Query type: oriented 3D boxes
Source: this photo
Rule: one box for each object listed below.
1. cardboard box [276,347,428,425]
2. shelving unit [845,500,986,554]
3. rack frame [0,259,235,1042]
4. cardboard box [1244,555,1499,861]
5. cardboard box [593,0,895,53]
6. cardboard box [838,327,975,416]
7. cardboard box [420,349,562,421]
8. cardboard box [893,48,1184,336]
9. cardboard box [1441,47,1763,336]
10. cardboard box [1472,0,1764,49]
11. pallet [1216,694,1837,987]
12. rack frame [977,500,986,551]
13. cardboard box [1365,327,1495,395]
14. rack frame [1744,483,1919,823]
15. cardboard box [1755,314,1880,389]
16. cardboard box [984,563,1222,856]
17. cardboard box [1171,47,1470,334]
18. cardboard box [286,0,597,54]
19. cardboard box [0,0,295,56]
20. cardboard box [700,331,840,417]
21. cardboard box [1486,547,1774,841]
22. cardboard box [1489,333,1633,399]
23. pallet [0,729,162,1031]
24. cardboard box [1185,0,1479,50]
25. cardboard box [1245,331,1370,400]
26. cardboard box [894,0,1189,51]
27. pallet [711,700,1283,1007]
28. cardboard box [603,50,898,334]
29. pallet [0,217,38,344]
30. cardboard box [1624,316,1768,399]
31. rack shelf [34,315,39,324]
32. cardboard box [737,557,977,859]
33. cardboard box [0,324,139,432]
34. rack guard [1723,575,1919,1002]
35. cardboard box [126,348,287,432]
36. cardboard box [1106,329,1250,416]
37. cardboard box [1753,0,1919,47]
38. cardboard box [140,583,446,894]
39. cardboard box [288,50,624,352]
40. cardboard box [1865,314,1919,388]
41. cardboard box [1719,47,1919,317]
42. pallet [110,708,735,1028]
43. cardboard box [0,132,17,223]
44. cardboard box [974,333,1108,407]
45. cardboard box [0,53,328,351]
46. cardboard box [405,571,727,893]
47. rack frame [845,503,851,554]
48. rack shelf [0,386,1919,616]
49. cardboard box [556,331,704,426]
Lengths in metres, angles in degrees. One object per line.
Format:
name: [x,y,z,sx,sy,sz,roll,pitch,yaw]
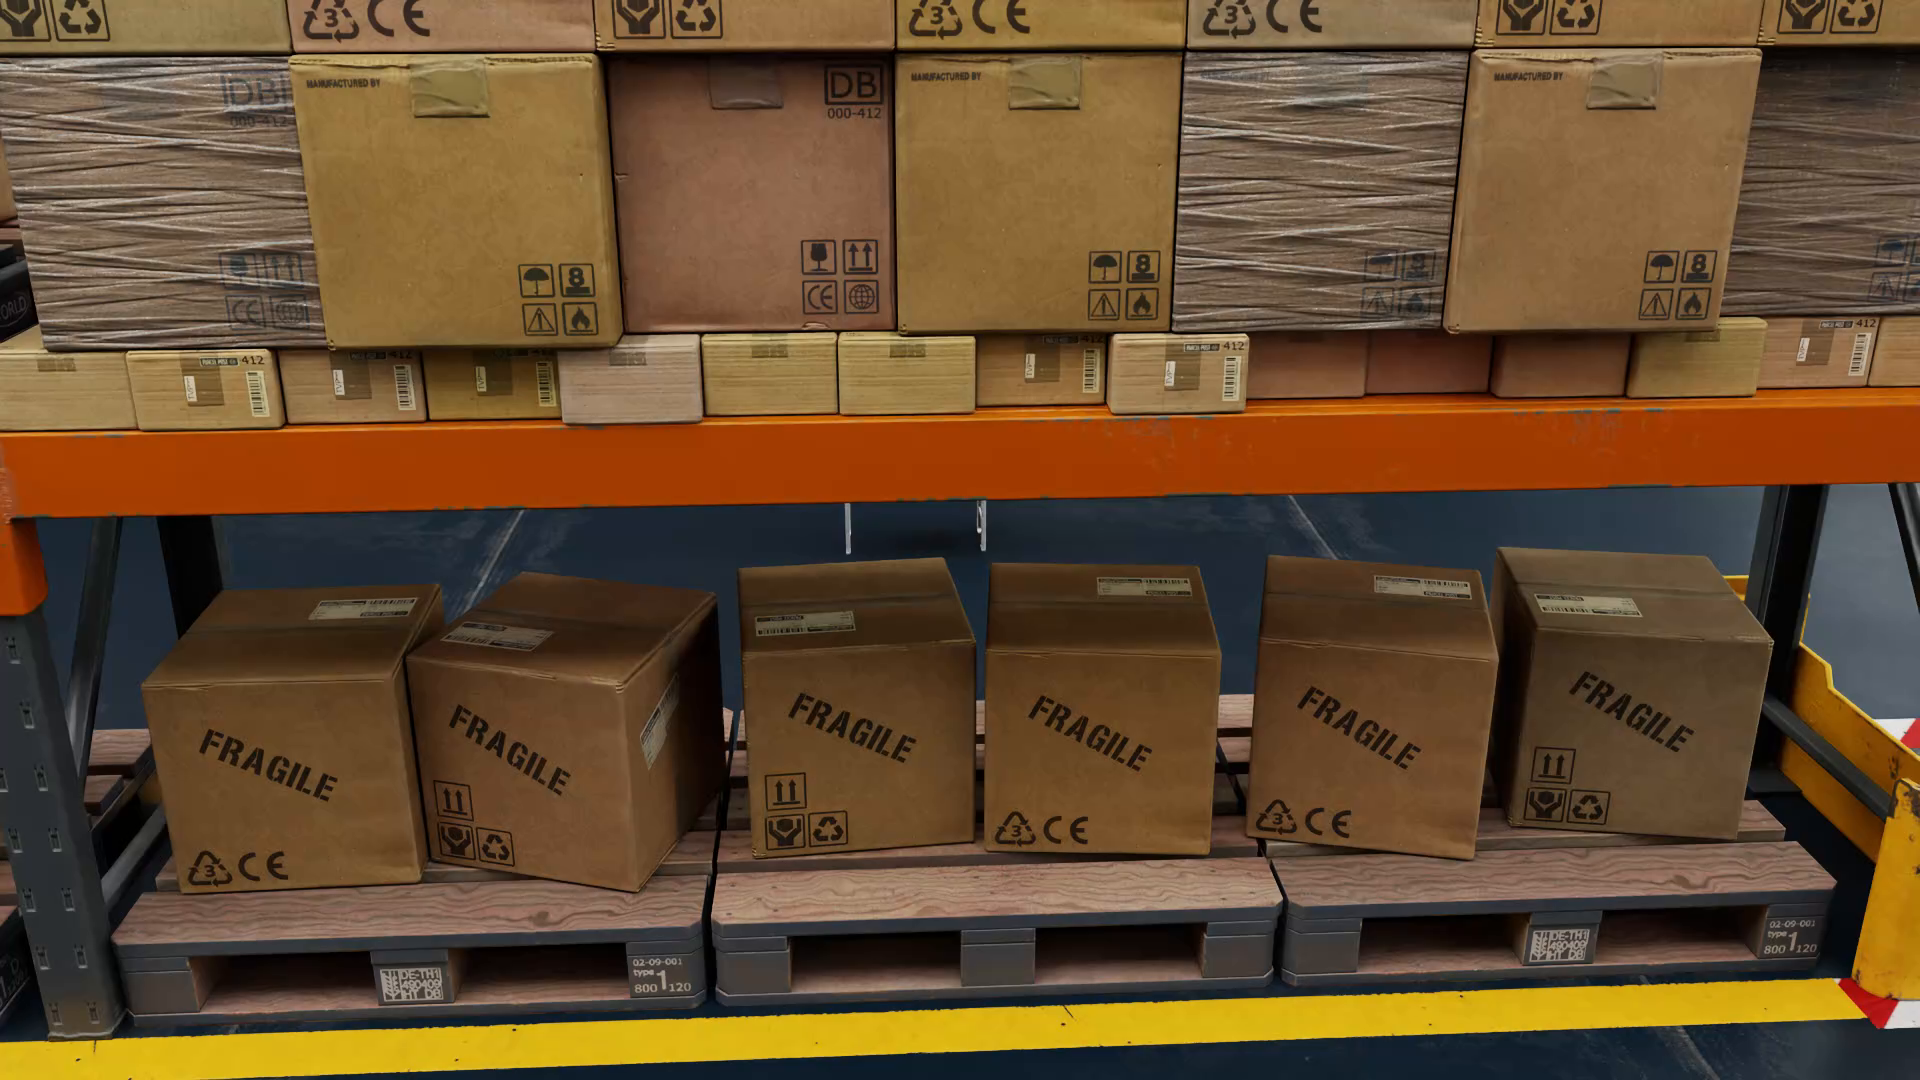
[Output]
cardboard box: [-1.106,-0.345,3.165,0.250,0.149,0.380,-1,21,-3]
shelving unit: [-0.165,-0.557,5.899,0.503,1.200,0.258,-1,21,-3]
rack frame: [-1.836,-0.550,3.349,0.127,3.000,1.000,-1,21,-3]
cardboard box: [0.939,0.372,3.851,0.500,0.500,0.500,4,21,11]
cardboard box: [-0.374,-1.142,2.942,0.500,0.500,0.500,-1,21,-3]
cardboard box: [-0.107,-0.365,3.217,0.250,0.149,0.380,-1,21,-3]
cardboard box: [-0.856,-0.354,3.187,0.250,0.149,0.380,-1,21,-3]
cardboard box: [0.113,-0.762,3.348,0.500,0.500,0.875,-1,21,-3]
cardboard box: [1.115,-0.763,3.350,0.500,0.500,0.875,-1,21,-3]
cardboard box: [1.124,-1.173,3.022,0.500,0.500,0.500,-1,21,-3]
pallet: [1.269,0.678,4.044,1.213,0.211,1.003,-1,21,-3]
rack frame: [0.078,-0.562,5.912,0.015,1.200,0.240,-1,21,-3]
cardboard box: [0.886,-0.416,3.352,0.250,0.149,0.380,-1,21,-3]
rack frame: [2.158,-0.631,3.563,0.127,3.000,1.000,-1,21,-3]
cardboard box: [1.635,-0.430,3.387,0.250,0.149,0.380,-1,21,-3]
cardboard box: [0.312,0.378,3.835,0.500,0.500,0.500,1,21,2]
cardboard box: [0.613,-0.768,3.363,0.500,0.500,0.875,-1,21,-3]
cardboard box: [-0.873,-1.132,2.916,0.500,0.500,0.500,-1,21,-3]
cardboard box: [-1.372,-1.122,2.888,0.500,0.500,0.500,-1,21,-3]
cardboard box: [-0.357,-0.364,3.214,0.250,0.149,0.380,-1,21,-3]
cardboard box: [1.533,0.348,3.915,0.500,0.500,0.500,3,21,7]
cardboard box: [1.138,-0.407,3.327,0.250,0.149,0.380,-1,21,-3]
pallet: [-2.613,0.770,3.803,1.213,0.211,1.003,-1,21,-3]
cardboard box: [0.625,-1.164,2.998,0.500,0.500,0.500,-1,21,-3]
cardboard box: [0.638,-0.403,3.318,0.250,0.149,0.380,-1,21,-3]
cardboard box: [0.125,-1.156,2.979,0.500,0.500,0.500,-1,21,-3]
pallet: [0.054,0.701,3.982,1.213,0.211,1.003,-1,21,-3]
cardboard box: [-0.388,-0.766,3.359,0.500,0.500,0.875,-1,21,-3]
pallet: [-2.607,-0.496,3.478,1.213,0.211,1.003,-1,21,-3]
cardboard box: [1.389,-0.406,3.325,0.250,0.149,0.380,-1,21,-3]
rack shelf: [-3.832,-0.173,3.371,4.000,0.370,1.077,-1,21,-3]
cardboard box: [-0.247,0.373,3.847,0.500,0.500,0.500,-3,21,-8]
cardboard box: [-1.604,-0.330,3.125,0.250,0.149,0.380,-1,21,-3]
rack guard: [2.082,0.539,4.003,0.348,0.500,1.175,-1,21,-3]
cardboard box: [-1.354,-0.330,3.126,0.250,0.149,0.380,-1,21,-3]
cardboard box: [0.393,-0.367,3.222,0.250,0.149,0.380,-1,21,-3]
cardboard box: [1.623,-1.185,3.054,0.500,0.500,0.500,-1,21,-3]
cardboard box: [-1.434,0.428,3.703,0.500,0.500,0.500,-2,21,-5]
cardboard box: [-0.882,-0.720,3.239,0.500,0.500,0.875,-1,21,-3]
cardboard box: [1.885,-0.435,3.400,0.250,0.149,0.380,-1,21,-3]
cardboard box: [1.607,-0.815,3.488,0.500,0.500,0.875,-1,21,-3]
pallet: [-1.167,0.727,3.914,1.213,0.211,1.003,-1,21,-3]
cardboard box: [-2.637,-1.060,3.256,1.000,1.000,1.000,-1,21,-3]
cardboard box: [0.140,-0.386,3.273,0.250,0.149,0.380,-1,21,-3]
cardboard box: [-1.383,-0.723,3.245,0.500,0.500,0.875,-1,21,-3]
cardboard box: [-0.863,0.414,3.741,0.500,0.500,0.500,5,22,14]
rack frame: [-0.409,-0.552,5.886,0.015,1.200,0.240,-1,21,-3]
rack shelf: [0.161,-0.254,3.584,4.000,0.370,1.077,-1,21,-3]
cardboard box: [-0.605,-0.344,3.162,0.250,0.149,0.380,-1,21,-3]
